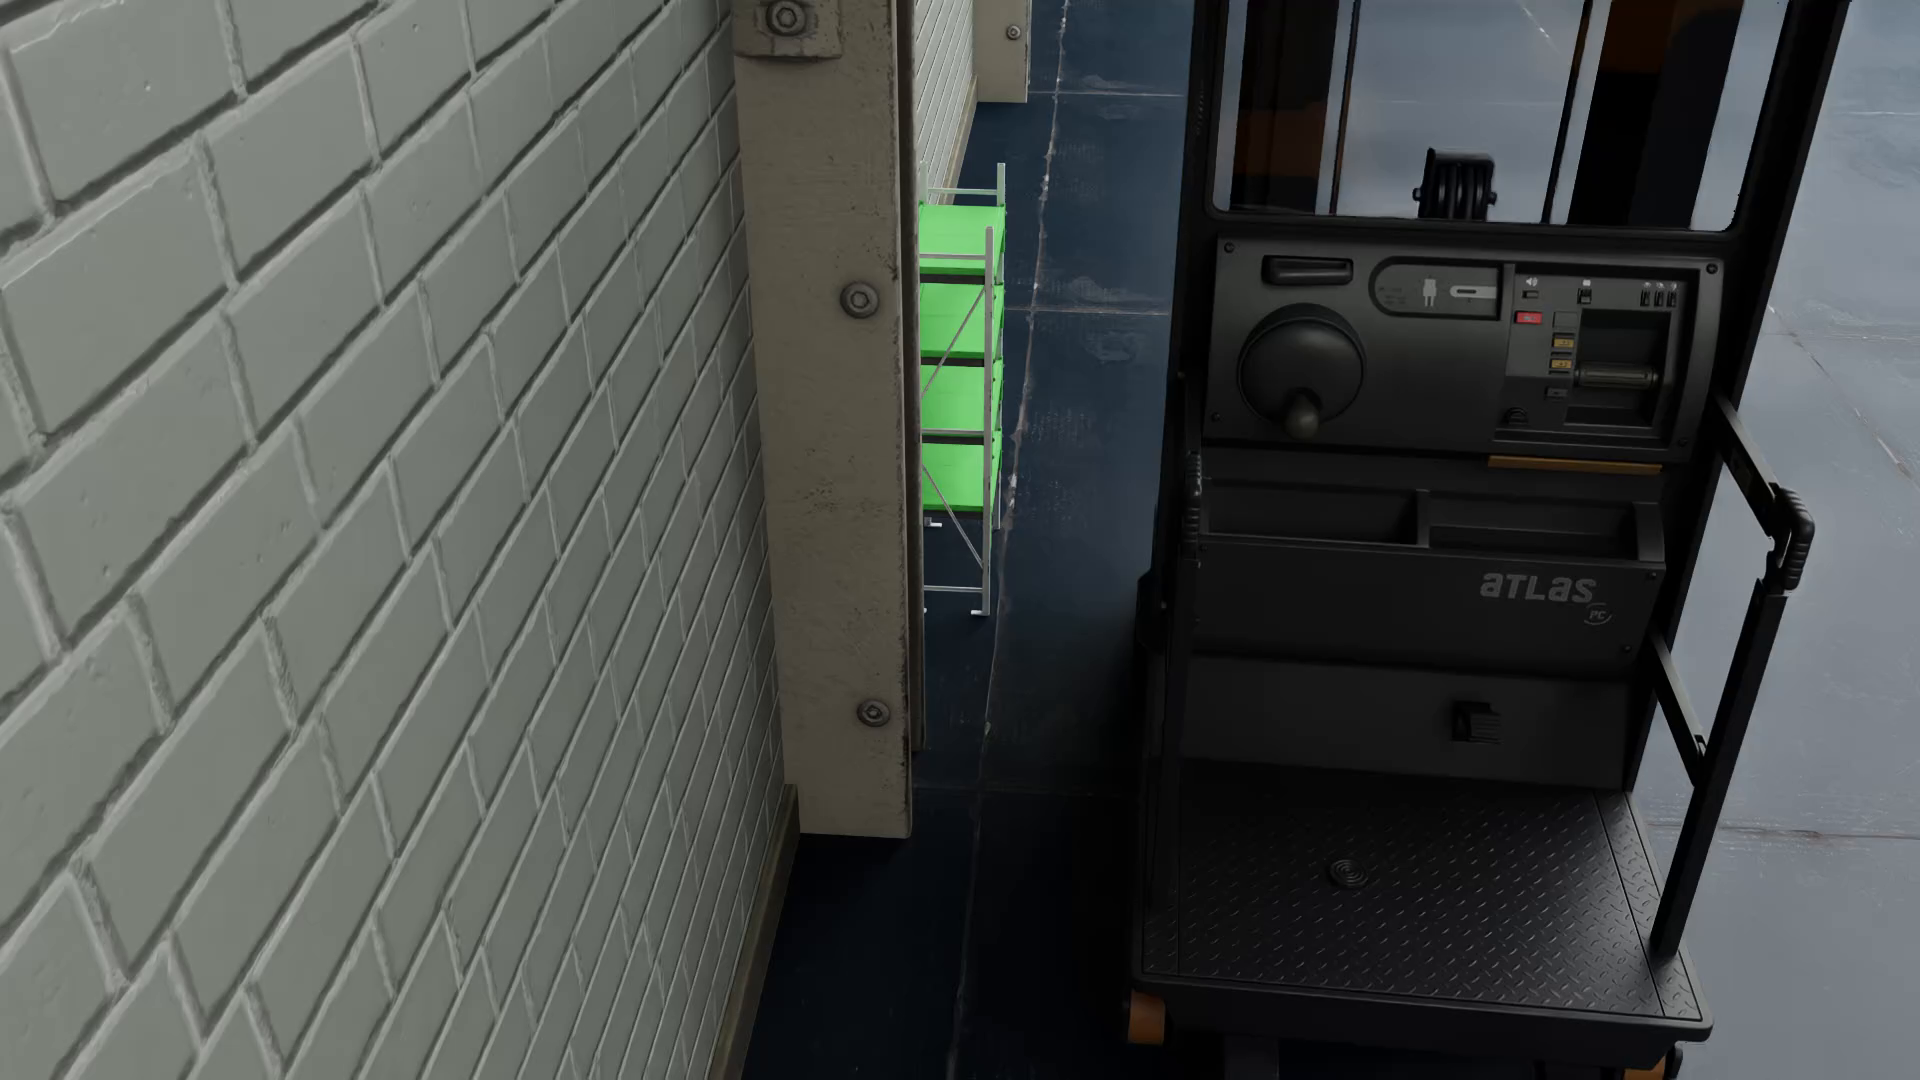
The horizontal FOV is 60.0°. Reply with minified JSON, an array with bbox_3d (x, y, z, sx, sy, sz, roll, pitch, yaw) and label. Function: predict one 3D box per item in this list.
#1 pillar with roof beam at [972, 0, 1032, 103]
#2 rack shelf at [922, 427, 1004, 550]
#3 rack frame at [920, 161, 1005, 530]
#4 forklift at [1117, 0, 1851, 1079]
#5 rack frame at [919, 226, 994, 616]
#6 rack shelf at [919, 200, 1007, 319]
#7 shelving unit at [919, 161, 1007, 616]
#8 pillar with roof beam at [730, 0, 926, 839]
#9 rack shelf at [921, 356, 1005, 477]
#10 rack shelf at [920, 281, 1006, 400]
[{"bbox_3d":[4.519,-6.165,6.677,9.100,9.000,0.400,2,32,4],"label":"pillar with roof beam"},{"bbox_3d":[-0.013,-0.166,4.954,0.258,0.148,0.480,2,32,4],"label":"rack shelf"},{"bbox_3d":[0.006,-0.552,5.002,0.240,1.200,0.015,2,32,4],"label":"rack frame"},{"bbox_3d":[0.923,-0.314,2.966,1.130,2.935,3.031,4,32,6],"label":"forklift"},{"bbox_3d":[-0.033,-0.297,4.588,0.240,1.200,0.015,2,32,4],"label":"rack frame"},{"bbox_3d":[-0.013,-0.778,4.576,0.258,0.148,0.480,2,32,4],"label":"rack shelf"},{"bbox_3d":[-0.013,-0.424,4.795,0.258,1.200,0.503,2,32,4],"label":"shelving unit"},{"bbox_3d":[4.031,-3.028,1.586,9.100,9.000,0.400,2,32,4],"label":"pillar with roof beam"},{"bbox_3d":[-0.013,-0.370,4.828,0.258,0.148,0.480,2,32,4],"label":"rack shelf"},{"bbox_3d":[-0.013,-0.574,4.702,0.258,0.148,0.480,2,32,4],"label":"rack shelf"}]
